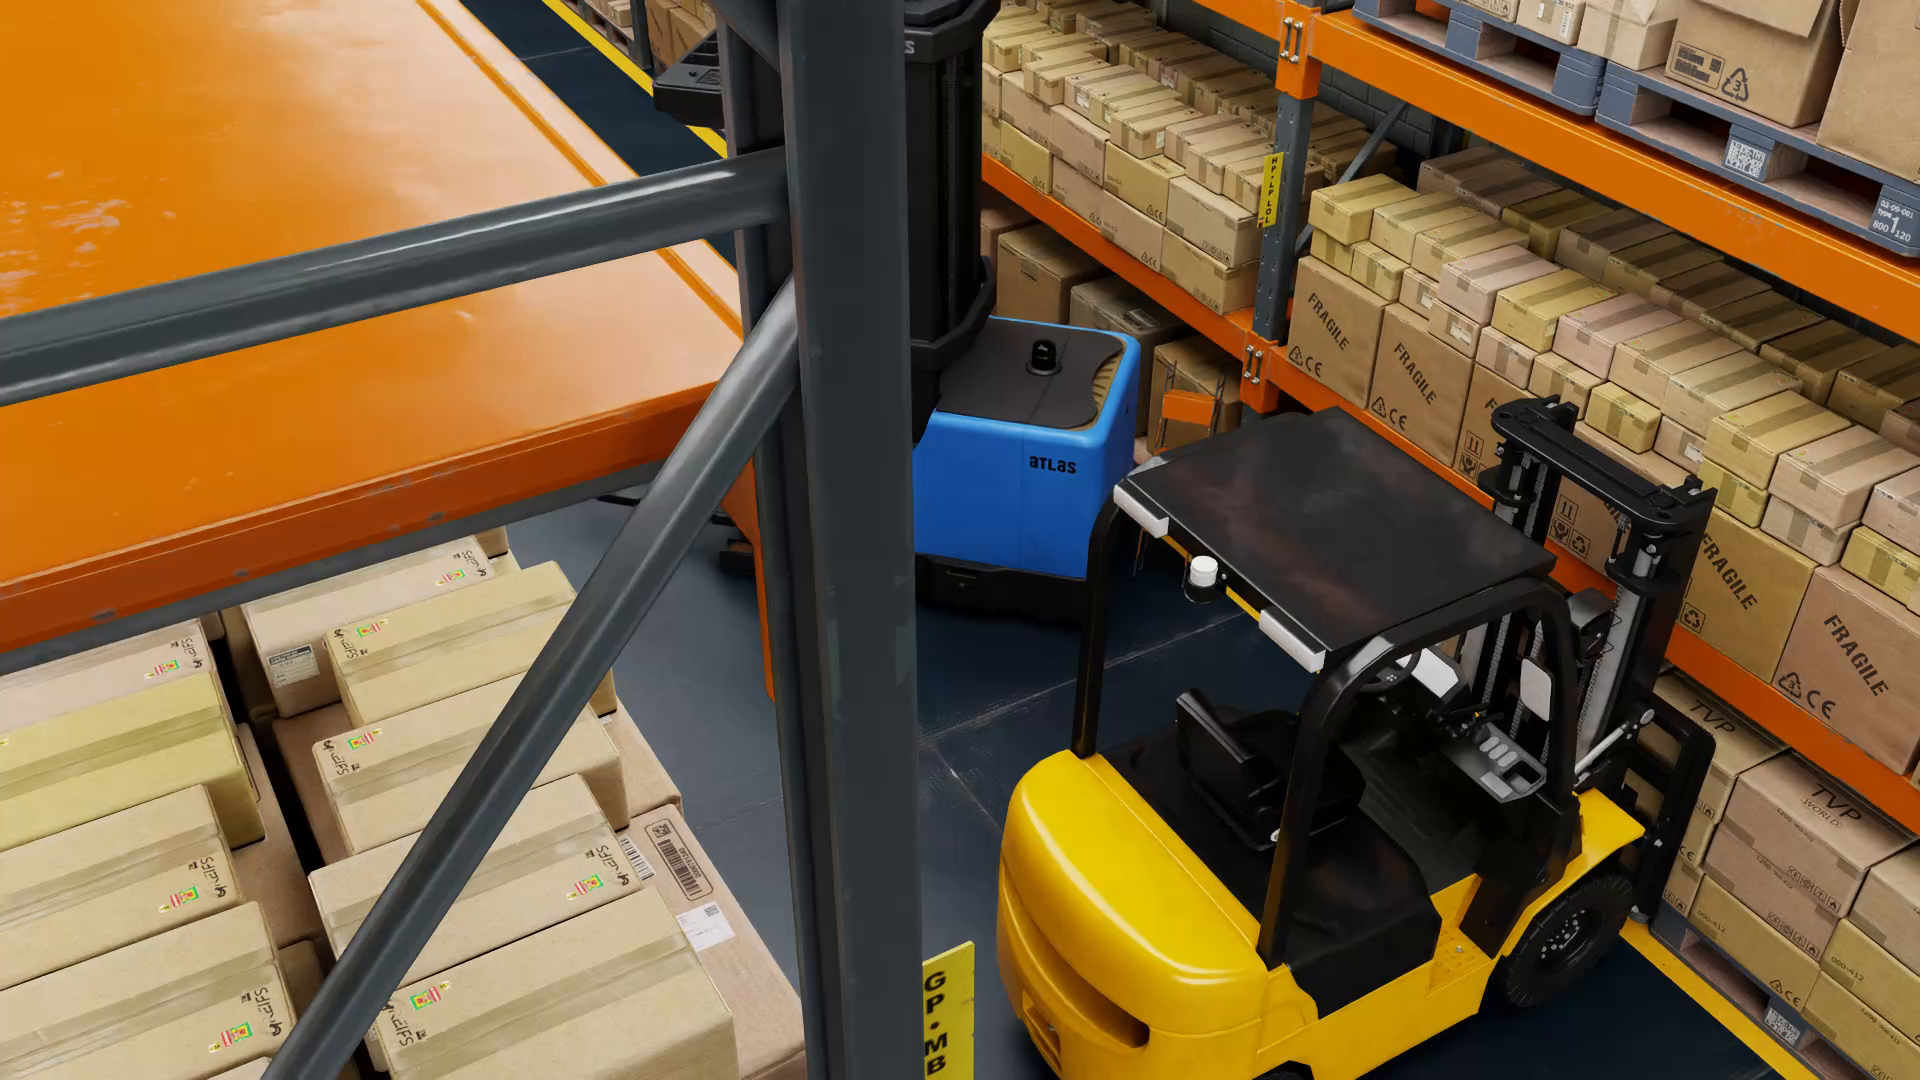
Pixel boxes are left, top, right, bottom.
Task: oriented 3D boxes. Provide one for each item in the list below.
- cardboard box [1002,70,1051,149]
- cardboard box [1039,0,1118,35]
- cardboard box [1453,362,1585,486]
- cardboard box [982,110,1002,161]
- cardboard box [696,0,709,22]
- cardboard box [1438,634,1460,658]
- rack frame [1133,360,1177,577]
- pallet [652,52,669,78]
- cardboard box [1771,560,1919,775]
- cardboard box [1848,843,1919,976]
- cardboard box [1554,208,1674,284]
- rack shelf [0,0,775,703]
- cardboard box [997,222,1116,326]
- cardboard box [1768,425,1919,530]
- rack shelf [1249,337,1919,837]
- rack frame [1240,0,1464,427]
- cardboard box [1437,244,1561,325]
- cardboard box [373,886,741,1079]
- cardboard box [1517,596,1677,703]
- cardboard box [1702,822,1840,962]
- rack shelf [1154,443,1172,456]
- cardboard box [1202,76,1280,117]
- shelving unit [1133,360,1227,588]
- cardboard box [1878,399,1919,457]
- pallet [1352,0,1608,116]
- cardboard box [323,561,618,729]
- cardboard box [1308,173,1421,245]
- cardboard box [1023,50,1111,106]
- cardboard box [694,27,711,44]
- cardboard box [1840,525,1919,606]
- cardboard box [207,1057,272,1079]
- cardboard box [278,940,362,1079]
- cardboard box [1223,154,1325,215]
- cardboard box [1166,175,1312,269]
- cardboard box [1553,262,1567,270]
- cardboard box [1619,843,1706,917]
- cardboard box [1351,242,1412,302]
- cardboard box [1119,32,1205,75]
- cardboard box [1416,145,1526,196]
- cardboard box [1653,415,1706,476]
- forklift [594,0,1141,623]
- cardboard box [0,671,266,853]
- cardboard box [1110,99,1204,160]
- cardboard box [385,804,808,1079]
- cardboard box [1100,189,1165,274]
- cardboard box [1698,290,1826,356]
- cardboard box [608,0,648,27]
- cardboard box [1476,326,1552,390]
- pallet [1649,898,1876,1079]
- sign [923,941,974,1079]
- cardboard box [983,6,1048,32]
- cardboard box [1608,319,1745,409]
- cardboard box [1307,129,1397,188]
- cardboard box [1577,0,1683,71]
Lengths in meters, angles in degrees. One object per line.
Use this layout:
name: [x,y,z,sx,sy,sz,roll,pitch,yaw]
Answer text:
cardboard box: [0.561,-2.312,8.803,0.500,0.250,0.500,-18,40,-23]
cardboard box: [0.664,-2.936,9.319,0.380,0.149,0.250,-19,40,-24]
cardboard box: [2.311,-0.429,6.437,0.500,0.500,0.500,-19,40,-24]
cardboard box: [0.297,-2.373,9.310,0.500,0.250,0.500,-20,41,-25]
cardboard box: [-1.793,-4.069,12.719,0.380,0.149,0.250,-20,40,-25]
cardboard box: [2.256,0.382,6.962,0.500,0.250,0.500,-19,40,-24]
rack frame: [0.943,-0.342,8.044,0.008,1.050,0.200,12,16,15]
pallet: [-1.796,-3.761,13.448,1.003,0.211,1.213,-19,40,-24]
cardboard box: [3.065,0.348,5.373,0.500,0.500,0.500,-18,40,-23]
cardboard box: [3.291,1.224,5.386,0.500,0.250,0.500,-18,40,-22]
cardboard box: [2.618,-1.180,6.662,0.380,0.149,0.250,-20,41,-25]
rack shelf: [-1.503,-0.849,2.623,1.077,0.370,4.000,-19,40,-24]
cardboard box: [0.748,-1.465,9.597,0.875,0.625,0.625,-21,41,-26]
cardboard box: [2.836,-0.204,5.327,0.380,0.149,0.250,-18,40,-23]
rack shelf: [2.787,0.100,6.408,1.077,0.370,4.000,-19,40,-24]
rack frame: [1.782,-1.211,7.592,1.000,3.000,0.127,-19,40,-24]
cardboard box: [2.072,-0.987,6.398,0.380,0.149,0.250,-18,40,-23]
cardboard box: [-0.500,0.628,2.068,0.380,0.149,0.250,-19,40,-24]
cardboard box: [2.519,0.450,6.445,0.500,0.250,0.500,-20,41,-25]
cardboard box: [3.034,1.154,5.906,0.500,0.250,0.500,-19,40,-24]
rack shelf: [1.056,-0.307,8.014,0.240,0.259,0.215,12,16,15]
cardboard box: [1.431,-2.160,8.257,0.380,0.149,0.250,-19,40,-24]
shelving unit: [1.058,-0.318,8.012,0.252,1.050,0.215,12,16,15]
cardboard box: [3.295,-0.359,5.539,0.380,0.149,0.250,-18,40,-23]
pallet: [2.233,-1.959,6.148,1.003,0.211,1.213,-19,40,-24]
cardboard box: [-0.775,0.209,2.642,0.380,0.149,0.250,-19,40,-24]
cardboard box: [1.686,-1.383,6.940,0.380,0.149,0.250,-18,40,-23]
cardboard box: [0.551,-2.377,8.553,0.380,0.149,0.250,-20,41,-25]
cardboard box: [-1.666,-3.613,12.644,0.500,0.500,0.500,-20,41,-25]
cardboard box: [3.029,0.031,5.257,0.380,0.149,0.250,-19,40,-24]
cardboard box: [-0.923,0.785,1.853,0.380,0.149,0.250,-19,40,-24]
cardboard box: [-0.988,0.850,2.102,0.500,0.250,0.500,-19,40,-24]
cardboard box: [1.419,-1.621,7.519,0.380,0.149,0.250,-18,40,-22]
cardboard box: [1.314,-1.527,7.728,0.500,0.250,0.500,-20,41,-25]
cardboard box: [2.611,-1.050,6.737,0.380,0.149,0.250,-19,40,-24]
cardboard box: [2.797,1.110,6.390,0.500,0.250,0.500,-18,40,-23]
cardboard box: [1.846,-1.141,6.862,0.380,0.149,0.250,-18,40,-23]
cardboard box: [1.065,-2.547,8.787,0.380,0.149,0.250,-19,40,-24]
cardboard box: [2.204,-1.560,7.183,0.380,0.149,0.250,-19,40,-24]
cardboard box: [2.662,-0.368,5.803,0.380,0.149,0.250,-19,40,-24]
forklift: [-0.689,-1.267,7.726,3.031,2.935,1.130,9,37,12]
cardboard box: [-1.247,0.373,2.417,0.380,0.149,0.250,-19,40,-24]
cardboard box: [0.949,-1.983,8.014,0.380,0.149,0.250,-20,41,-25]
cardboard box: [-0.520,0.696,2.313,0.500,0.250,0.500,-20,40,-25]
cardboard box: [1.045,-1.584,8.231,0.500,0.250,0.500,-19,40,-24]
cardboard box: [2.920,-0.759,6.086,0.380,0.149,0.250,-18,40,-23]
cardboard box: [-2.771,-4.506,14.164,0.380,0.149,0.250,-20,41,-25]
cardboard box: [2.192,-0.734,6.305,0.380,0.149,0.250,-19,40,-24]
pallet: [3.371,1.578,6.138,1.003,0.211,1.213,-19,40,-24]
sign: [-0.029,0.577,1.860,0.100,0.325,0.005,-19,40,-24]
cardboard box: [0.259,-2.795,9.126,0.380,0.149,0.250,-18,40,-23]
cardboard box: [2.542,-0.627,5.906,0.380,0.149,0.250,-19,40,-24]
cardboard box: [1.791,-1.756,7.703,0.380,0.149,0.250,-20,41,-25]
cardboard box: [2.265,-1.731,5.434,0.396,0.266,0.258,-20,41,-25]
